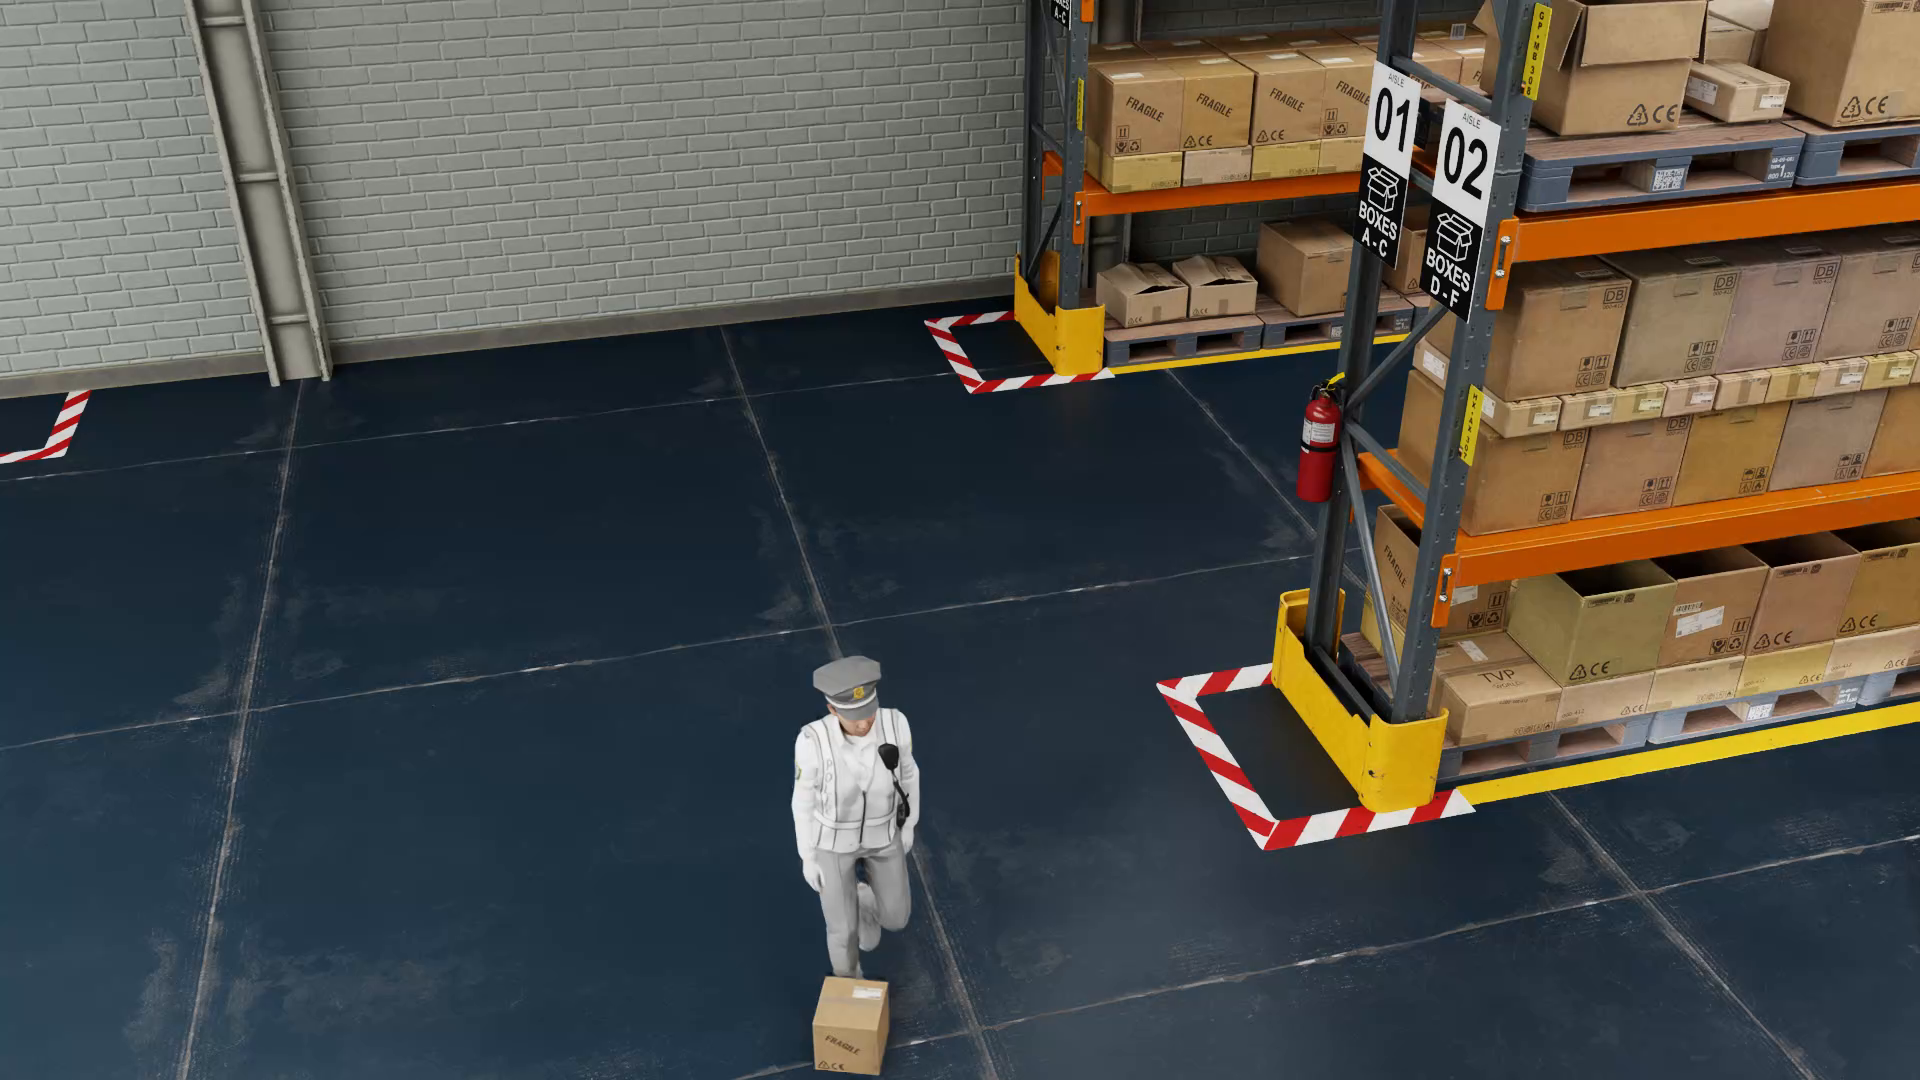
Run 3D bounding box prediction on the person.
[{"bbox_3d":[-0.401,1.089,6.338,0.495,1.649,0.560,-9,32,-15],"label":"person"}]
